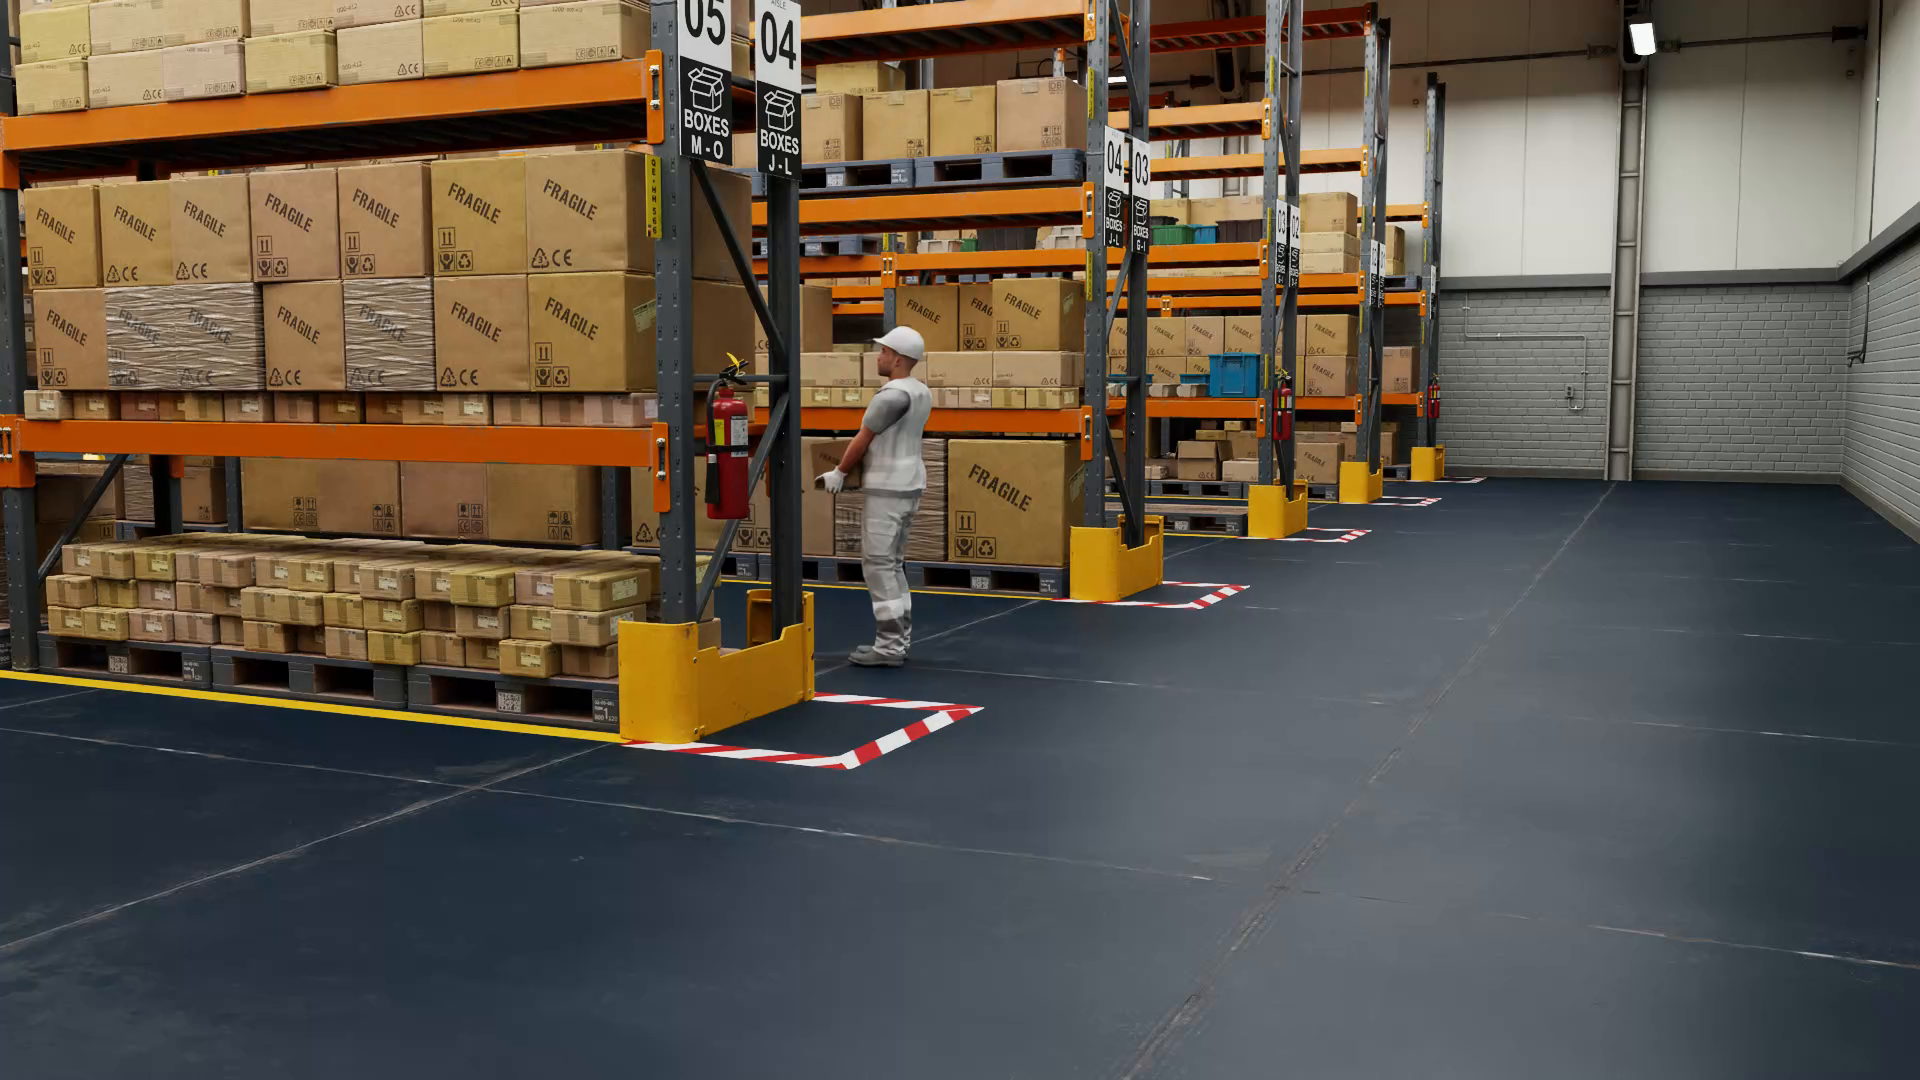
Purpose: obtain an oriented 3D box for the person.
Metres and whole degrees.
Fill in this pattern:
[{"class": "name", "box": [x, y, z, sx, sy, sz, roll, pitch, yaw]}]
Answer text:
[{"class": "person", "box": [-0.459, -0.233, 8.809, 0.572, 1.782, 0.493, 2, 6, 17]}]
